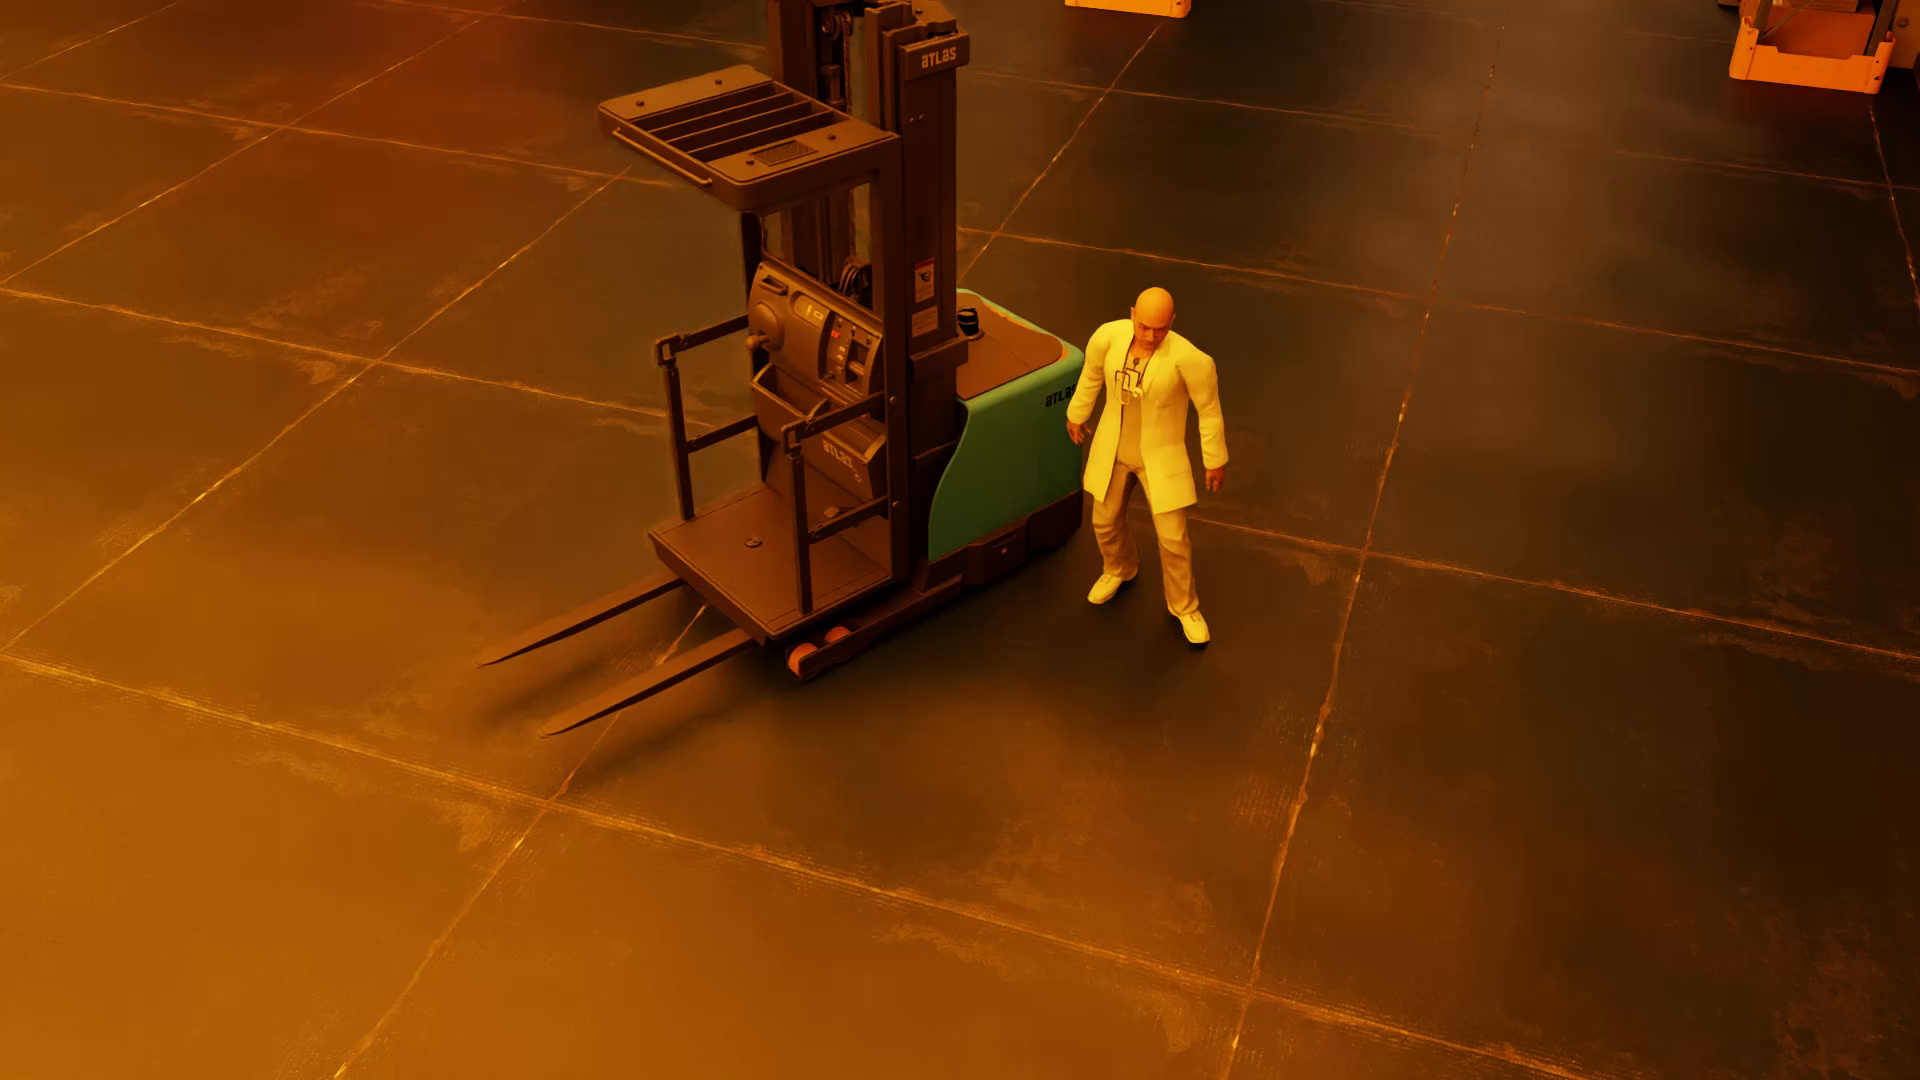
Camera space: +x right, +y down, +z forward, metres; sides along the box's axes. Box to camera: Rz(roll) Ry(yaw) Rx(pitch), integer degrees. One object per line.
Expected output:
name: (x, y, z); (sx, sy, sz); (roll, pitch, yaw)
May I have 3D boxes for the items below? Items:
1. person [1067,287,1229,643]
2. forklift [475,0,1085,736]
person: (0.872, -0.410, 7.729); (0.910, 1.749, 0.451); (19, 39, 24)
forklift: (-0.818, -0.894, 7.371); (3.031, 2.935, 1.130); (-26, 43, -32)
